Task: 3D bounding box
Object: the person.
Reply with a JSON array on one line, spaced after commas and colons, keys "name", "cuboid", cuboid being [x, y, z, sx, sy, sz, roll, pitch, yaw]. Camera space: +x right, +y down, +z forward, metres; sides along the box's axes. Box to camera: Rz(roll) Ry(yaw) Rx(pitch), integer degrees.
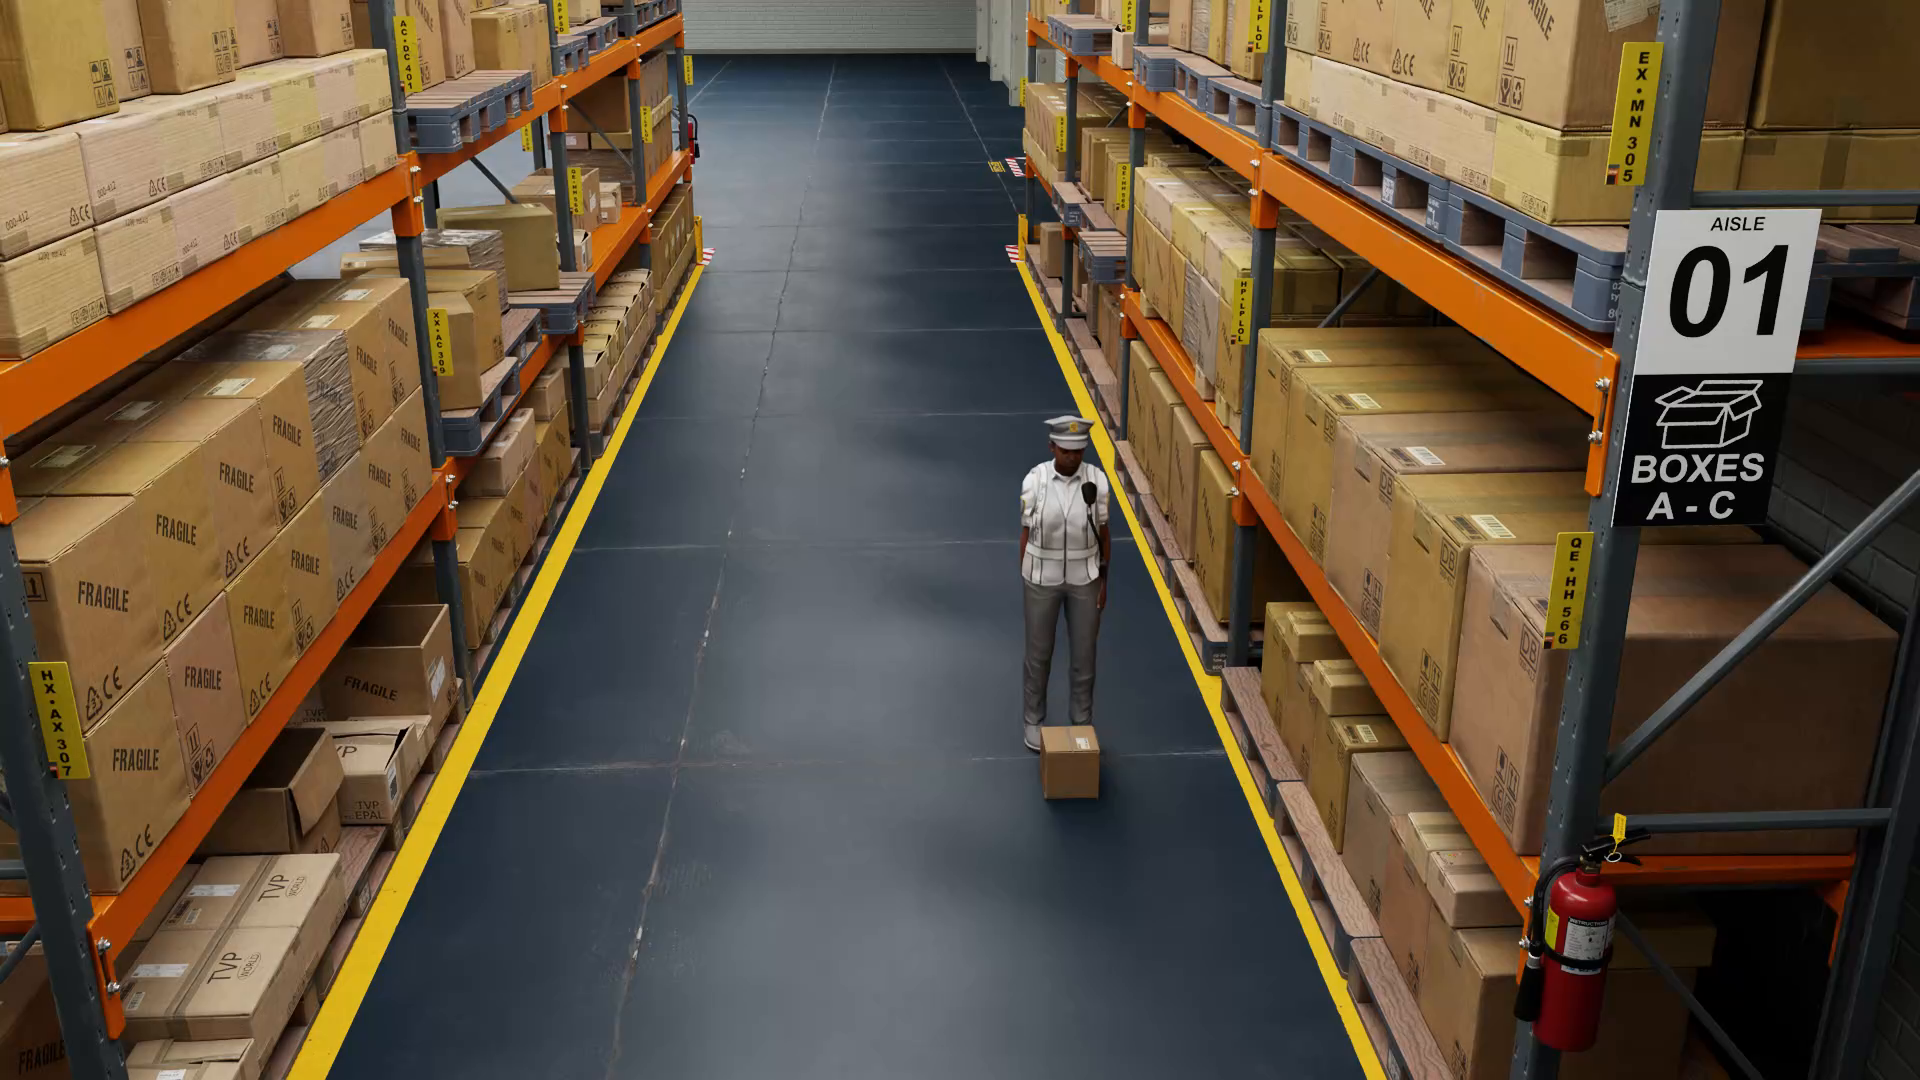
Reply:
[{"name": "person", "cuboid": [0.506, 0.207, 8.008, 0.436, 1.678, 0.339, -1, 21, -2]}]
